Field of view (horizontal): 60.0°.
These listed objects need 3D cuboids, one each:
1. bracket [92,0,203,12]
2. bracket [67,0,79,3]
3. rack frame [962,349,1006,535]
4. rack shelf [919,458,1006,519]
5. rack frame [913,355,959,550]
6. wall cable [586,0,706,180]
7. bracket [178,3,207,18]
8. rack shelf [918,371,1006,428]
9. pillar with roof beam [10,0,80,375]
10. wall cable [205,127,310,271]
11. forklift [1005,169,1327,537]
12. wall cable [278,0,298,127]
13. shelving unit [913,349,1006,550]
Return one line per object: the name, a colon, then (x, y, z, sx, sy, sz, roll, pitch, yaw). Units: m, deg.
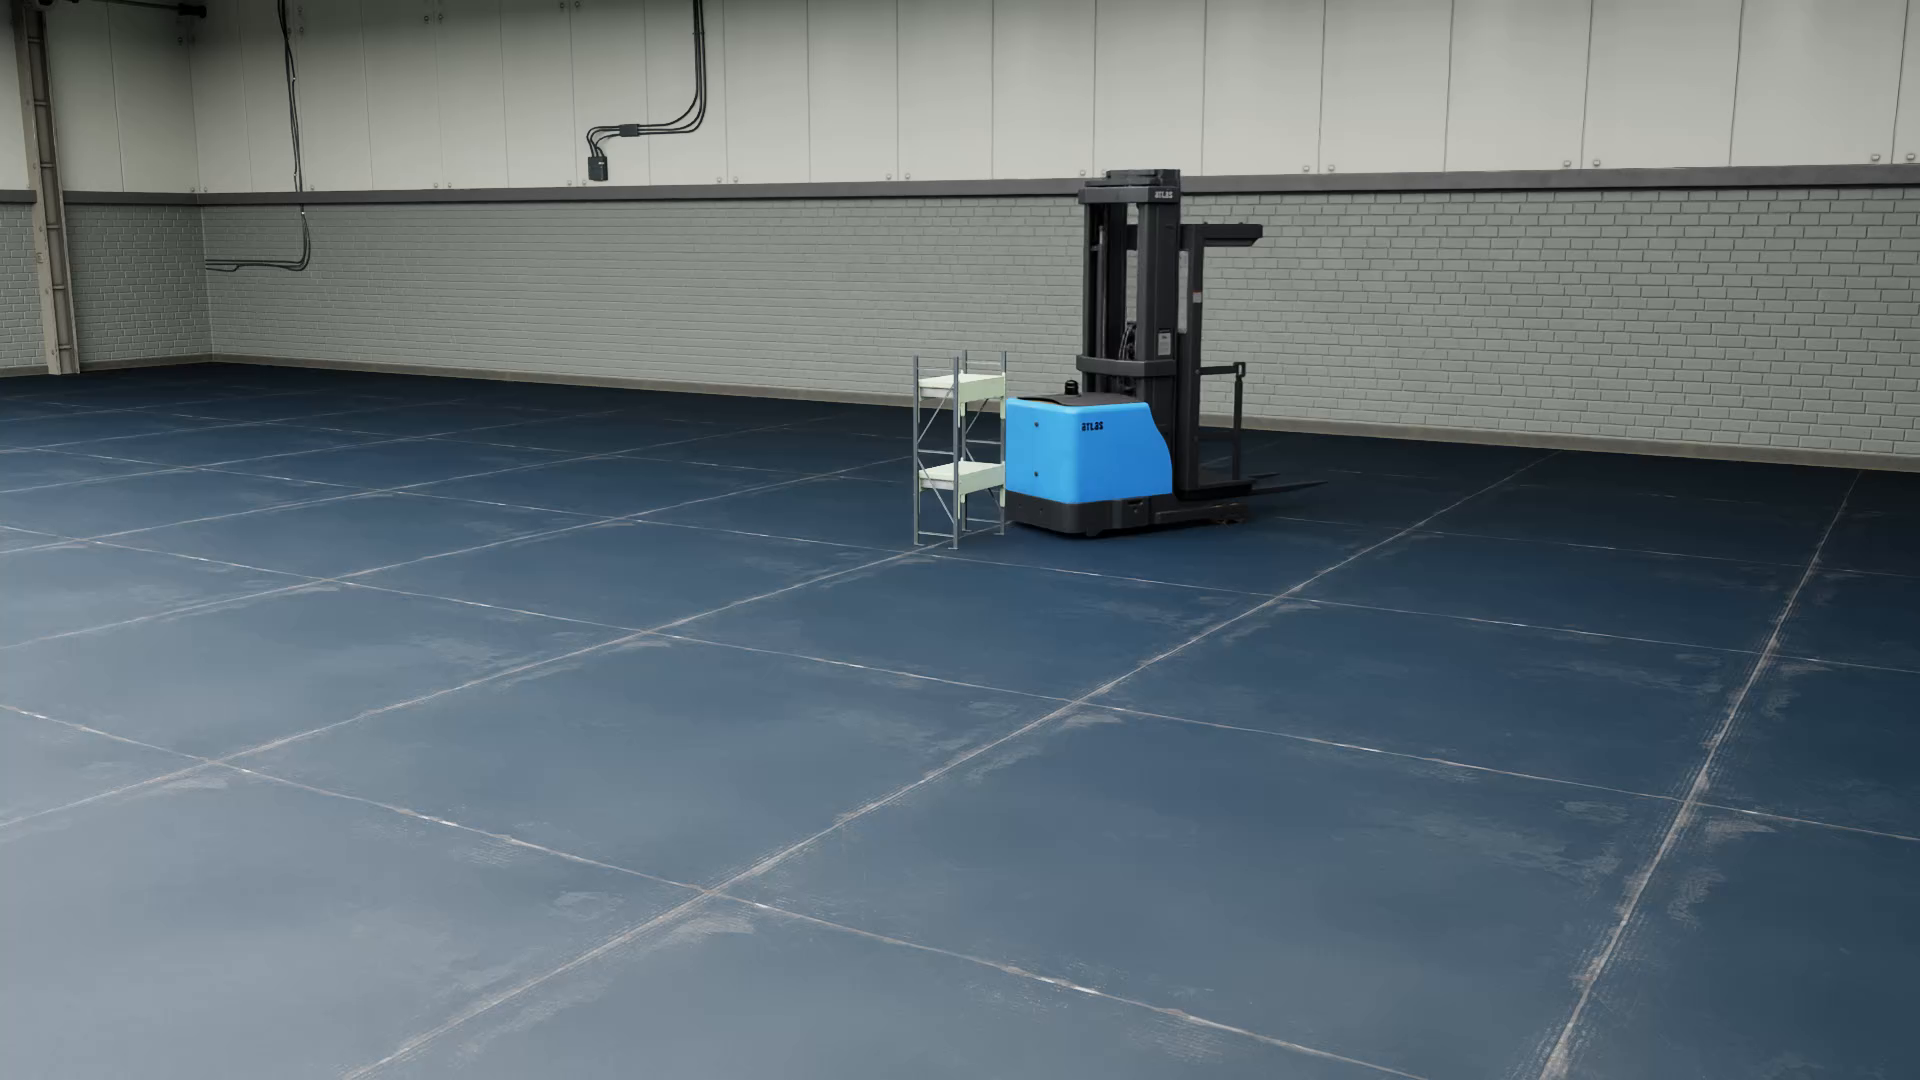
bracket: (-14.055, -9.386, 29.267, 0.076, 0.066, 3.189, 6, 12, 31)
bracket: (-14.978, -9.106, 27.772, 0.235, 0.232, 0.430, 6, 12, 31)
rack frame: (0.193, -0.796, 13.544, 0.400, 1.500, 0.023, 6, 12, 31)
rack shelf: (0.003, -0.418, 13.296, 0.431, 0.370, 0.720, 6, 12, 31)
rack frame: (-0.187, -0.681, 12.929, 0.400, 1.500, 0.023, 6, 12, 31)
wall cable: (-4.732, -8.404, 24.565, 2.305, 6.003, 0.169, 6, 12, 31)
bracket: (-13.748, -9.479, 29.763, 0.235, 0.232, 0.430, 6, 12, 31)
rack shelf: (0.003, -1.122, 13.164, 0.431, 0.370, 0.720, 6, 12, 31)
pillar with roof beam: (-11.818, -6.894, 25.739, 9.100, 9.000, 0.548, 6, 12, 31)
wall cable: (-12.838, -6.116, 30.022, 3.097, 2.526, 0.112, 6, 12, 31)
forklift: (1.854, -1.646, 14.195, 3.031, 2.935, 1.130, -7, 13, -32)
wall cable: (-10.525, -8.340, 28.176, 3.097, 2.526, 0.112, 6, 12, 31)
shelving unit: (0.003, -0.738, 13.236, 0.431, 1.500, 0.755, 6, 12, 31)
